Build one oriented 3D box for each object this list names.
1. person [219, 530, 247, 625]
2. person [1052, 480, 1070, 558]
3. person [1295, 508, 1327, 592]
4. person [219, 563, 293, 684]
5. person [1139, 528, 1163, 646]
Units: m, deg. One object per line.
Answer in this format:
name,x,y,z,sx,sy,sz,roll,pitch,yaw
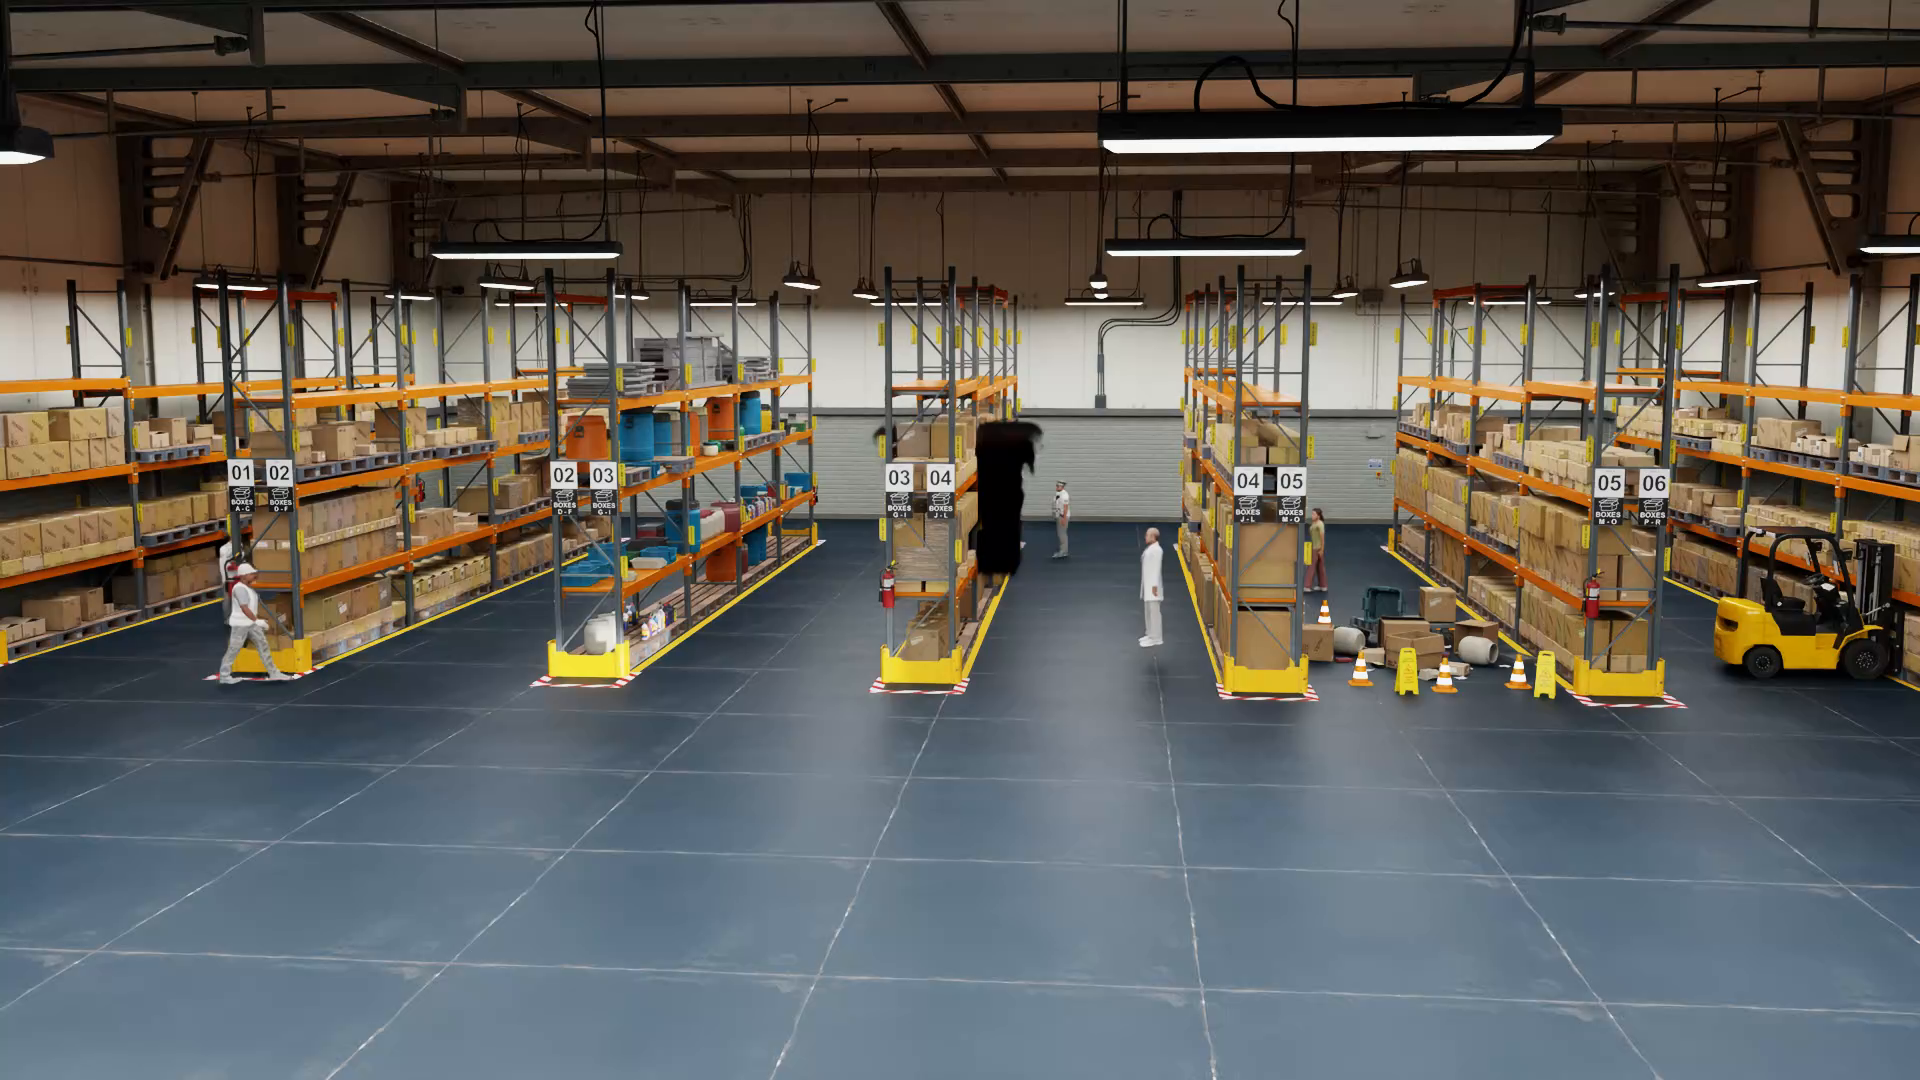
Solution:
person,-12.737,0.632,29.148,0.372,1.689,0.509,6,9,40
person,2.298,-0.504,38.082,0.416,1.768,0.620,-1,7,-10
person,6.985,0.187,32.935,0.610,1.662,0.505,2,7,16
person,-10.196,1.202,23.923,0.971,1.735,0.547,0,7,-2
person,2.911,0.709,25.642,0.418,1.790,0.602,-1,7,-11
